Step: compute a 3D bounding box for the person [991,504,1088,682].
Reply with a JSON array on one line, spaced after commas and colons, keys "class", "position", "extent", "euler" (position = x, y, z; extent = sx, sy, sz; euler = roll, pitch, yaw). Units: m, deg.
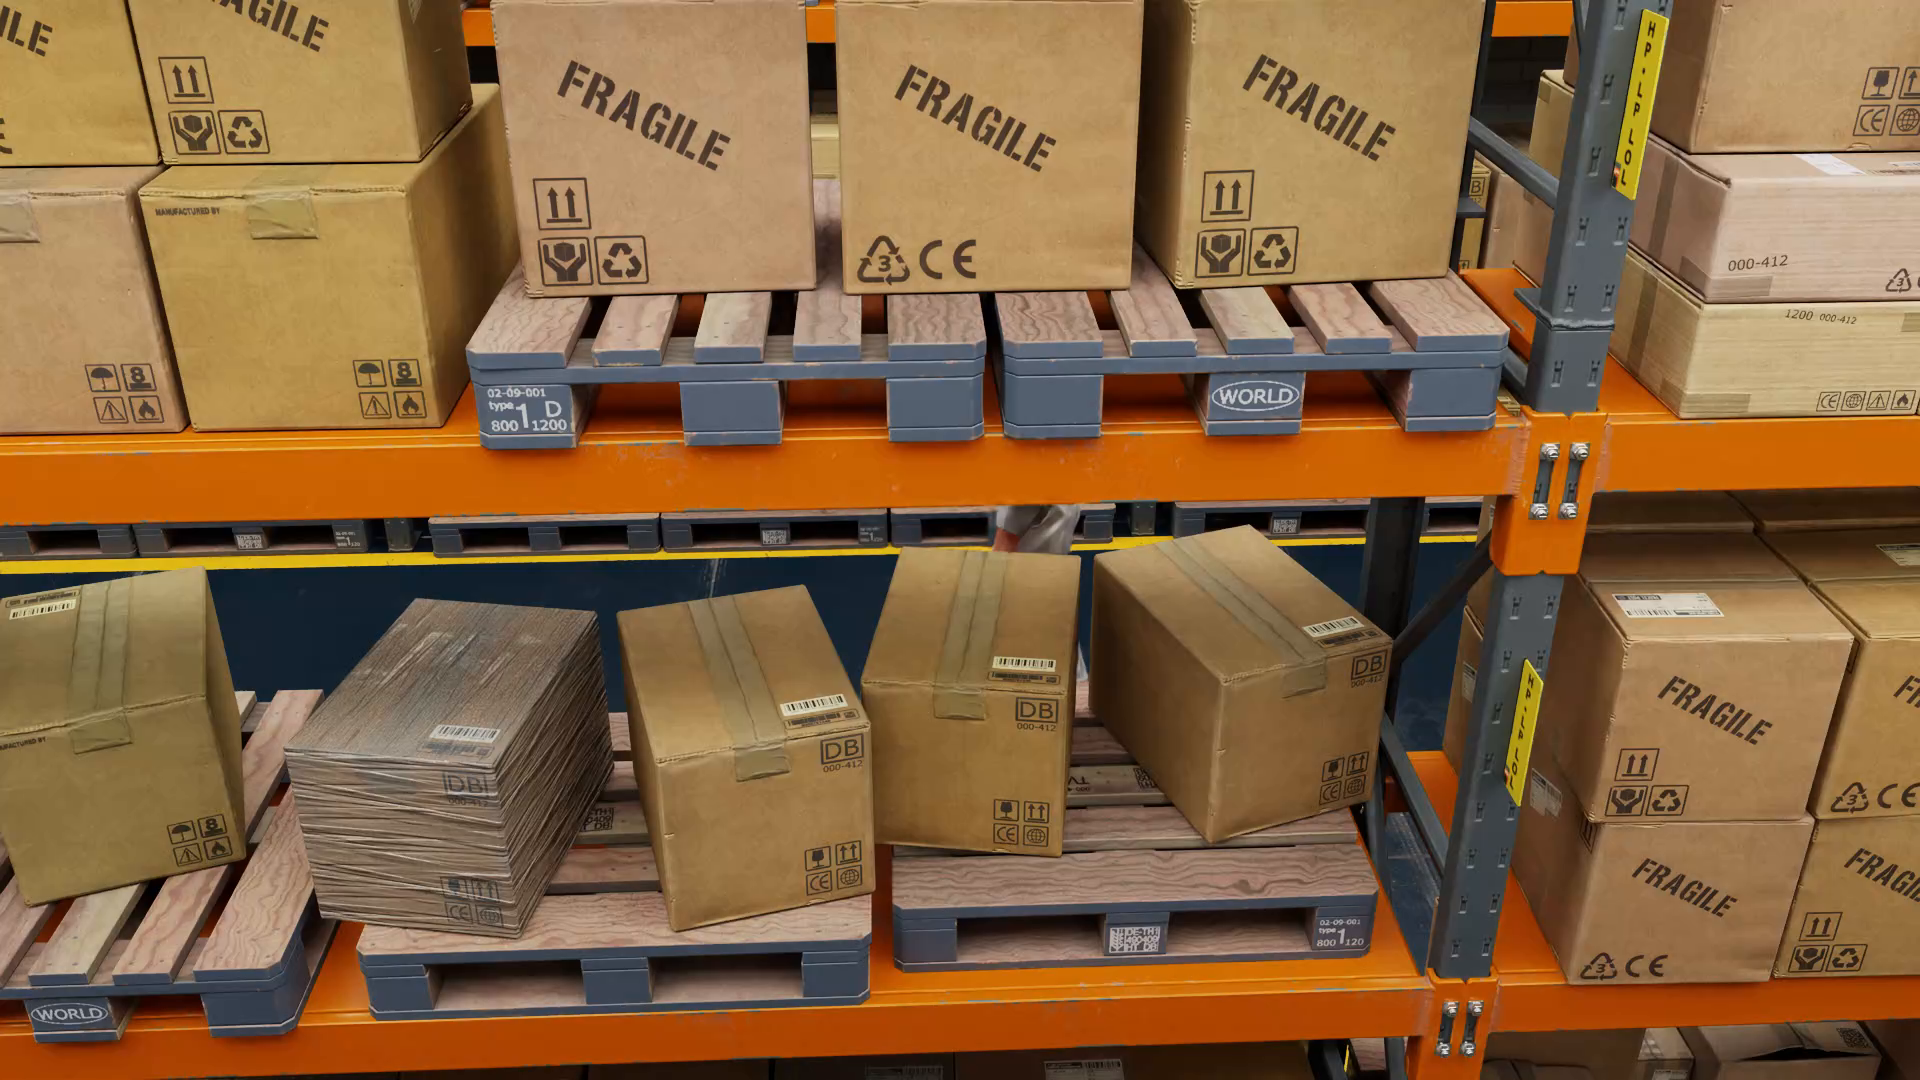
[{"class": "person", "position": [0.263, 0.193, 6.698], "extent": [0.545, 1.785, 0.579], "euler": [4, 28, 7]}]
